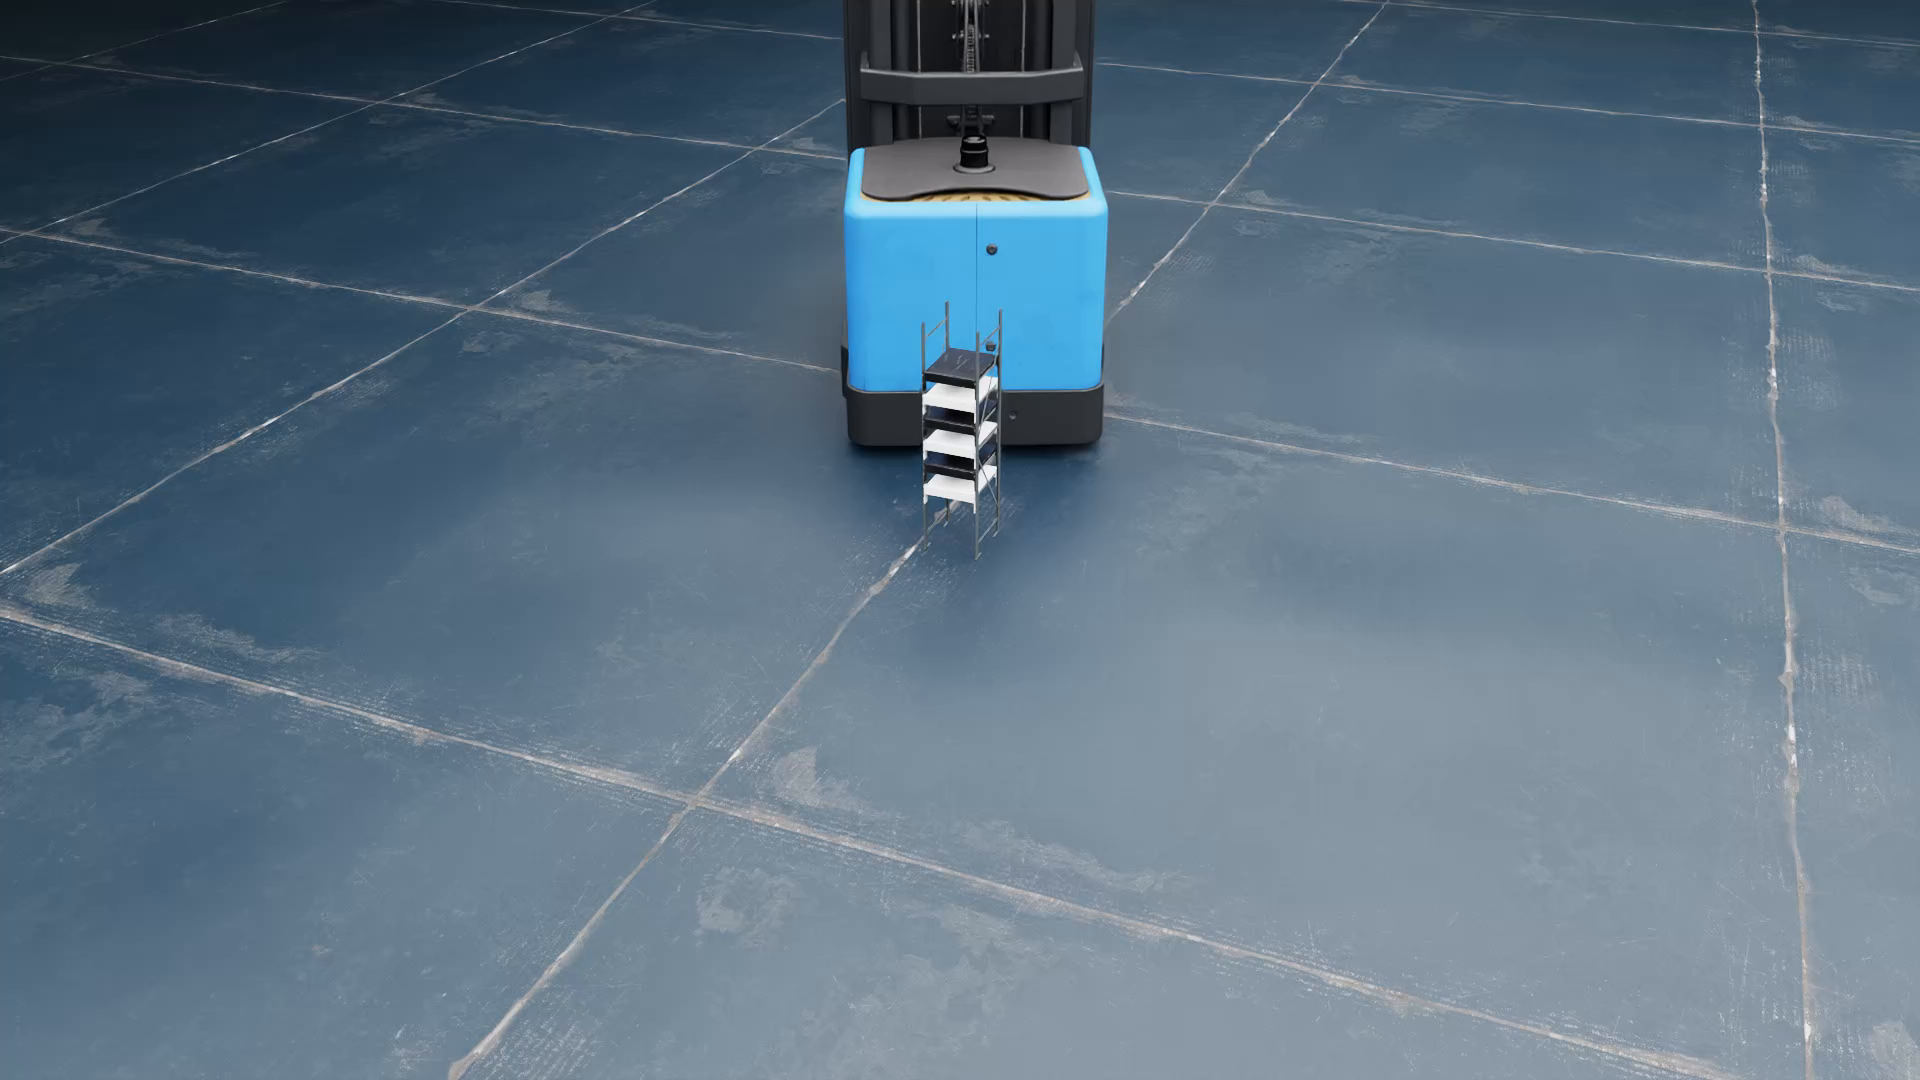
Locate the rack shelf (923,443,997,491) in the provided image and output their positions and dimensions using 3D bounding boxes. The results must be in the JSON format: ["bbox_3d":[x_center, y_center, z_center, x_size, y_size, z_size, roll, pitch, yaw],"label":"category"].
[{"bbox_3d":[0.008,-0.283,6.087,0.200,0.077,0.258,11,31,19],"label":"rack shelf"}]

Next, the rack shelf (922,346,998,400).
[{"bbox_3d":[0.008,-0.596,5.909,0.200,0.077,0.258,11,31,19],"label":"rack shelf"}]

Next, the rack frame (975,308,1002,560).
[{"bbox_3d":[0.102,-0.371,5.993,0.006,0.900,0.240,11,31,19],"label":"rack frame"}]

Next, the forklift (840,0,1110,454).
[{"bbox_3d":[0.035,-2.308,7.355,1.130,2.935,3.031,-1,29,-1],"label":"forklift"}]

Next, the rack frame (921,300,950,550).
[{"bbox_3d":[-0.087,-0.409,6.059,0.006,0.900,0.240,11,31,19],"label":"rack frame"}]

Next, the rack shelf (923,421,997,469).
[{"bbox_3d":[0.008,-0.361,6.042,0.200,0.077,0.258,11,31,19],"label":"rack shelf"}]

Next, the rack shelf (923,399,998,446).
[{"bbox_3d":[0.008,-0.440,5.998,0.200,0.077,0.258,11,31,19],"label":"rack shelf"}]

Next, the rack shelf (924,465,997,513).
[{"bbox_3d":[0.008,-0.205,6.131,0.200,0.077,0.258,11,31,19],"label":"rack shelf"}]

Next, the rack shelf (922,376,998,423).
[{"bbox_3d":[0.008,-0.518,5.954,0.200,0.077,0.258,11,31,19],"label":"rack shelf"}]

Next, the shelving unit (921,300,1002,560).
[{"bbox_3d":[0.008,-0.390,6.026,0.210,0.900,0.258,11,31,19],"label":"shelving unit"}]
